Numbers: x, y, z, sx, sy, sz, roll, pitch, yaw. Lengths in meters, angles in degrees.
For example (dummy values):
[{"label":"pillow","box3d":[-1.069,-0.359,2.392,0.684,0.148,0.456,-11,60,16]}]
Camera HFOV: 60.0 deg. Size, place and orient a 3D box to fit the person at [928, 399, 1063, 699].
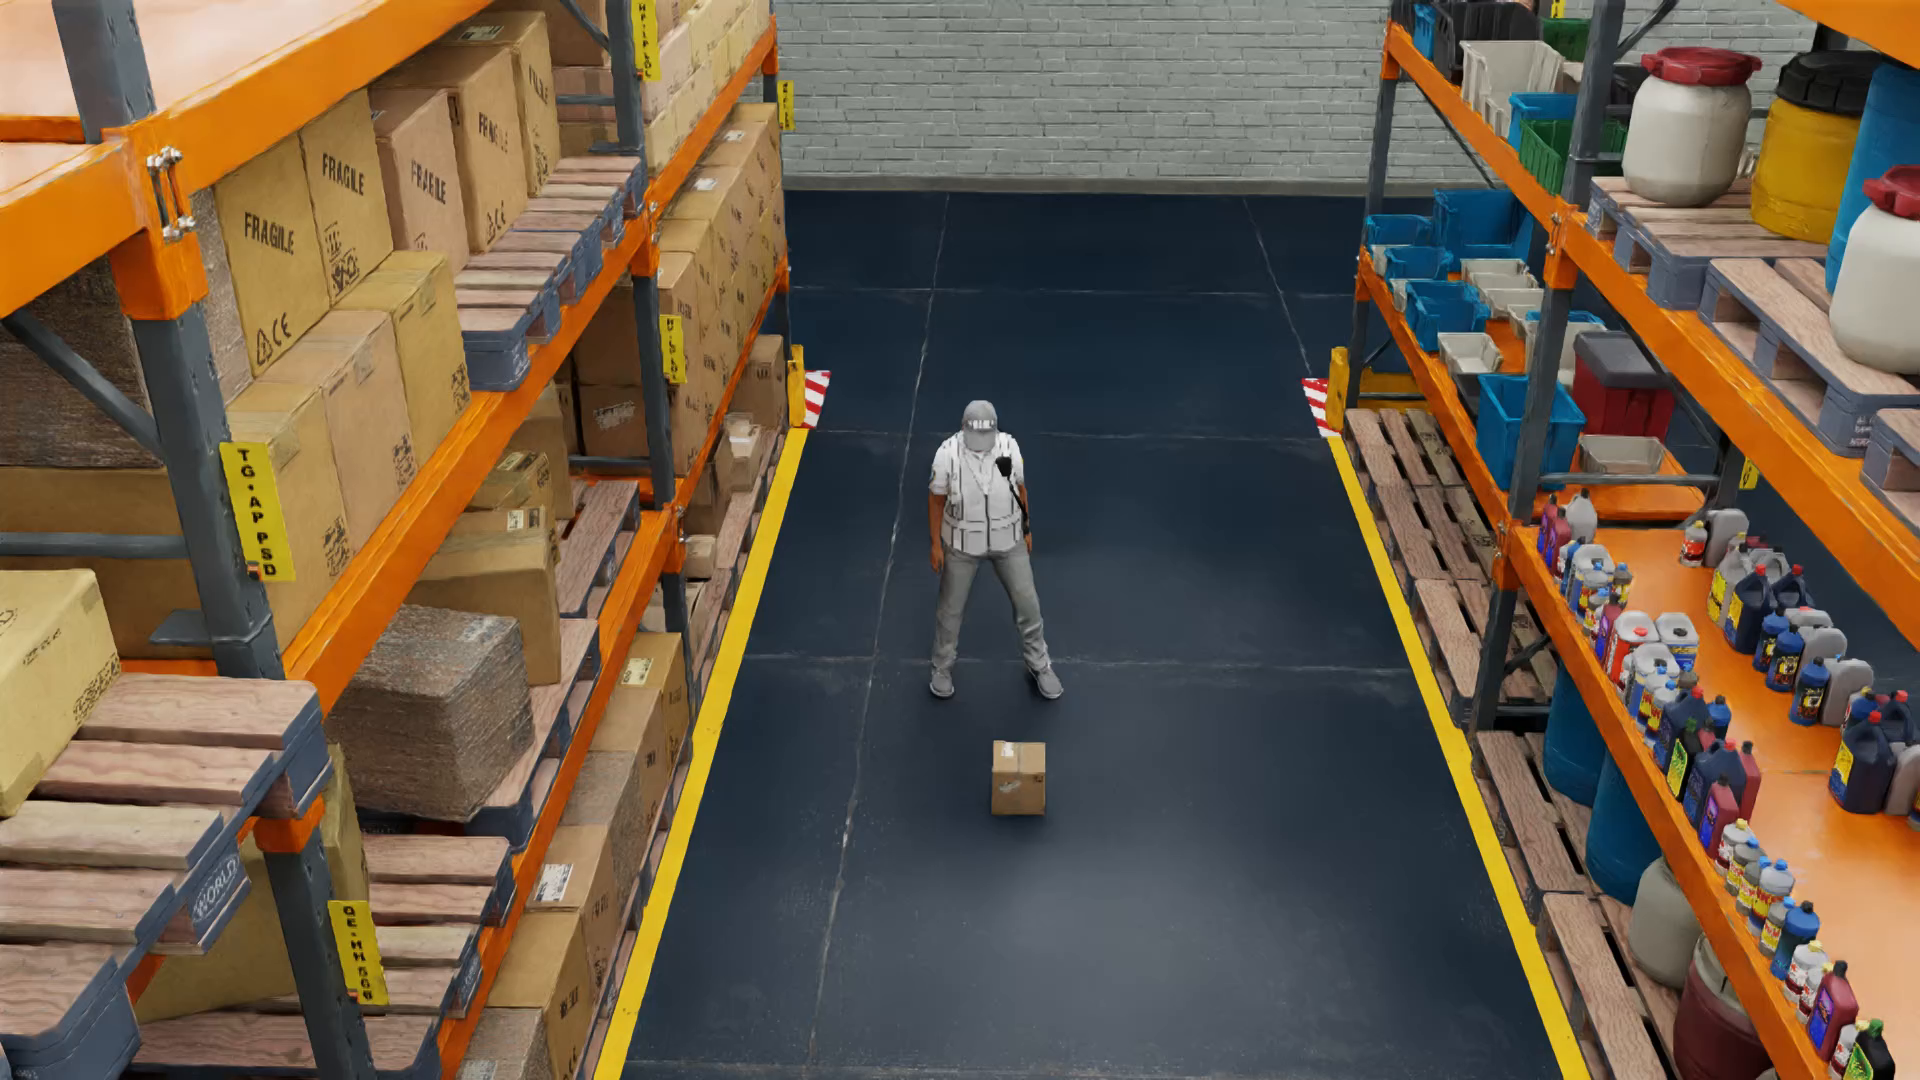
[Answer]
[{"label":"person","box3d":[0.179,0.035,8.530,0.687,1.653,0.475,-4,28,-8]}]
